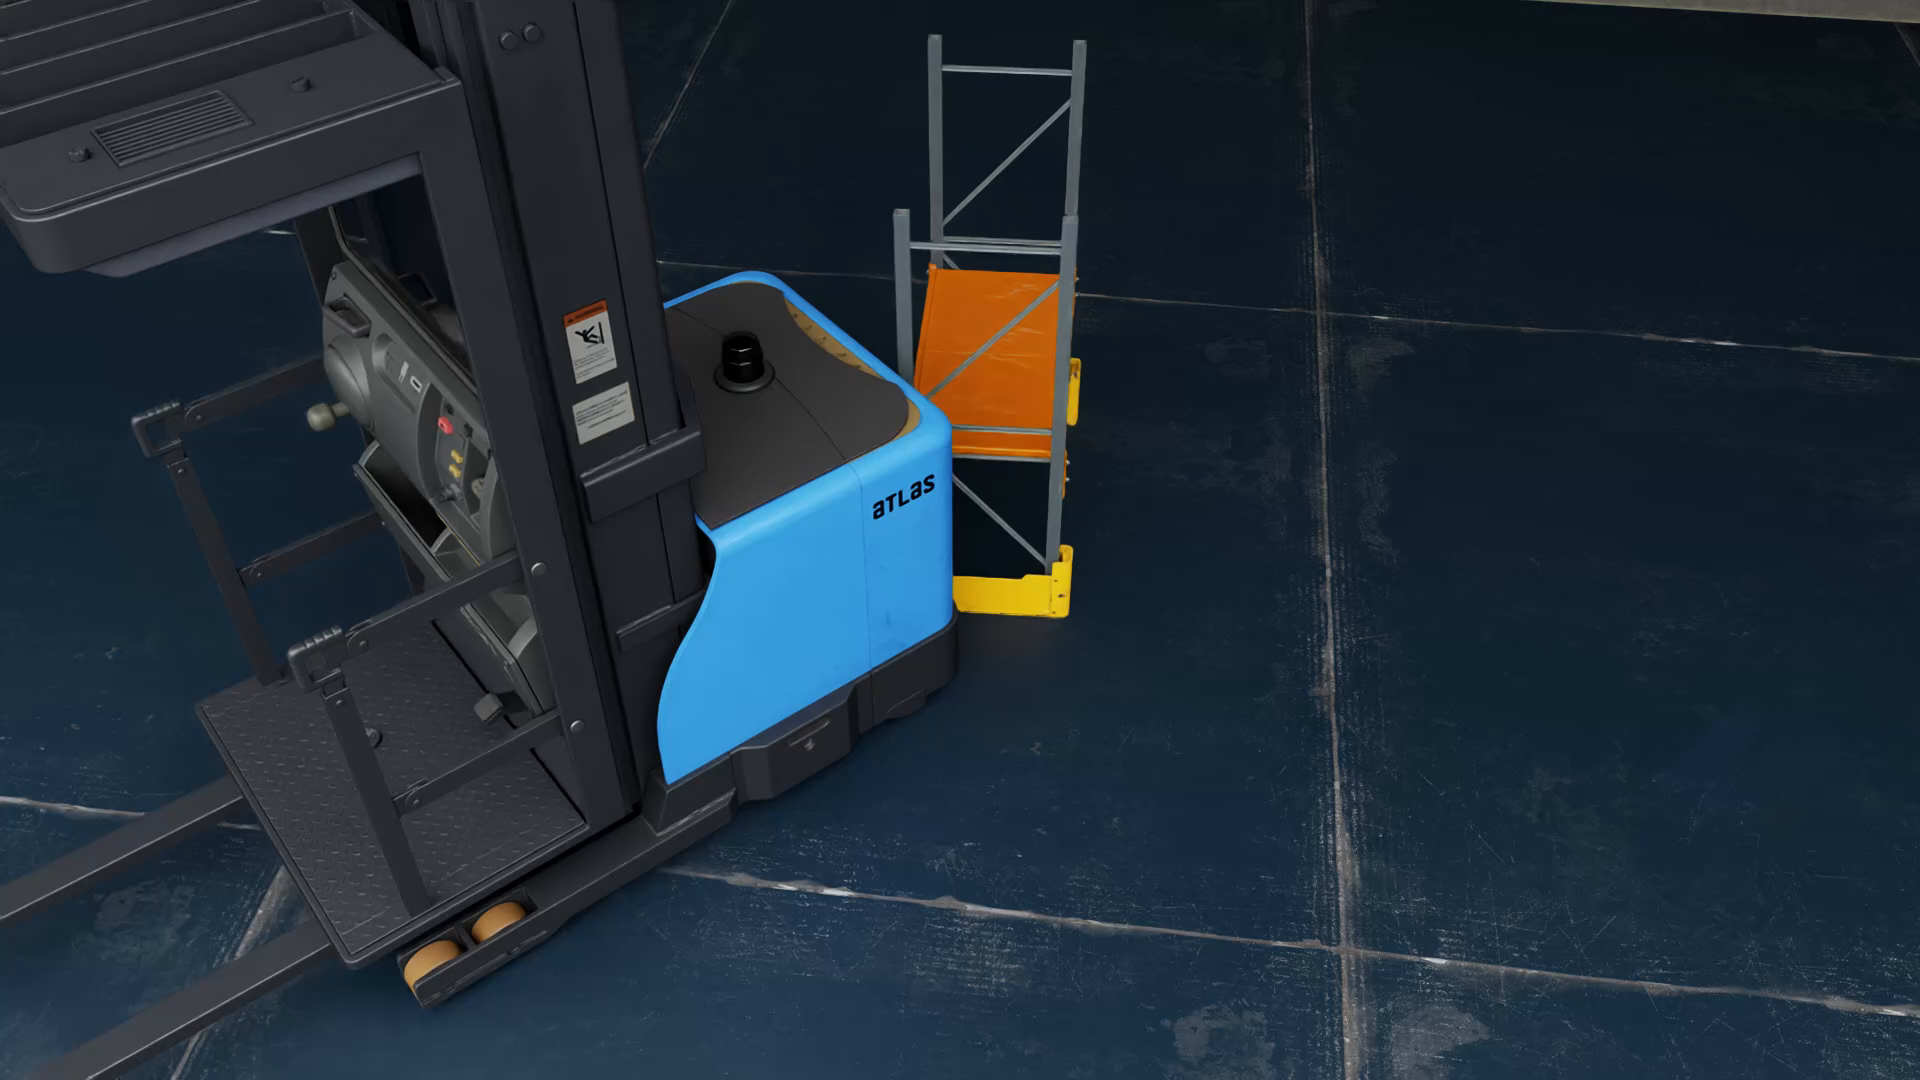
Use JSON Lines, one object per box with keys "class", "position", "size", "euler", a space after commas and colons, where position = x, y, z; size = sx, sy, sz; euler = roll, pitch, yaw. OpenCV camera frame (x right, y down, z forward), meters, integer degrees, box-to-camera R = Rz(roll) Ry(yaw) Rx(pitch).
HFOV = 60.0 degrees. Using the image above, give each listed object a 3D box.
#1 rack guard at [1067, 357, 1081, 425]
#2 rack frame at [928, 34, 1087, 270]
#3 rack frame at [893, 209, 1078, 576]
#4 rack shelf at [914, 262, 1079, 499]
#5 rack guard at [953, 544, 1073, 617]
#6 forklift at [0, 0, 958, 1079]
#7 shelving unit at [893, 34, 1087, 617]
{"class": "rack guard", "position": [0.148, -0.562, 6.162], "size": [0.587, 0.250, 0.087], "euler": [3, 44, 3]}
{"class": "rack frame", "position": [0.149, -1.029, 5.746], "size": [0.500, 1.500, 0.032], "euler": [3, 44, 3]}
{"class": "rack frame", "position": [0.069, -0.332, 5.010], "size": [0.500, 1.500, 0.032], "euler": [3, 44, 3]}
{"class": "rack shelf", "position": [0.109, -0.550, 5.502], "size": [0.538, 0.185, 1.000], "euler": [3, 44, 3]}
{"class": "rack guard", "position": [0.069, 0.120, 5.441], "size": [0.587, 0.250, 0.087], "euler": [3, 44, 3]}
{"class": "forklift", "position": [-1.477, -0.245, 3.877], "size": [3.031, 2.935, 1.130], "euler": [-28, 50, -27]}
{"class": "shelving unit", "position": [0.108, -0.675, 5.372], "size": [0.587, 1.500, 1.083], "euler": [3, 44, 3]}
